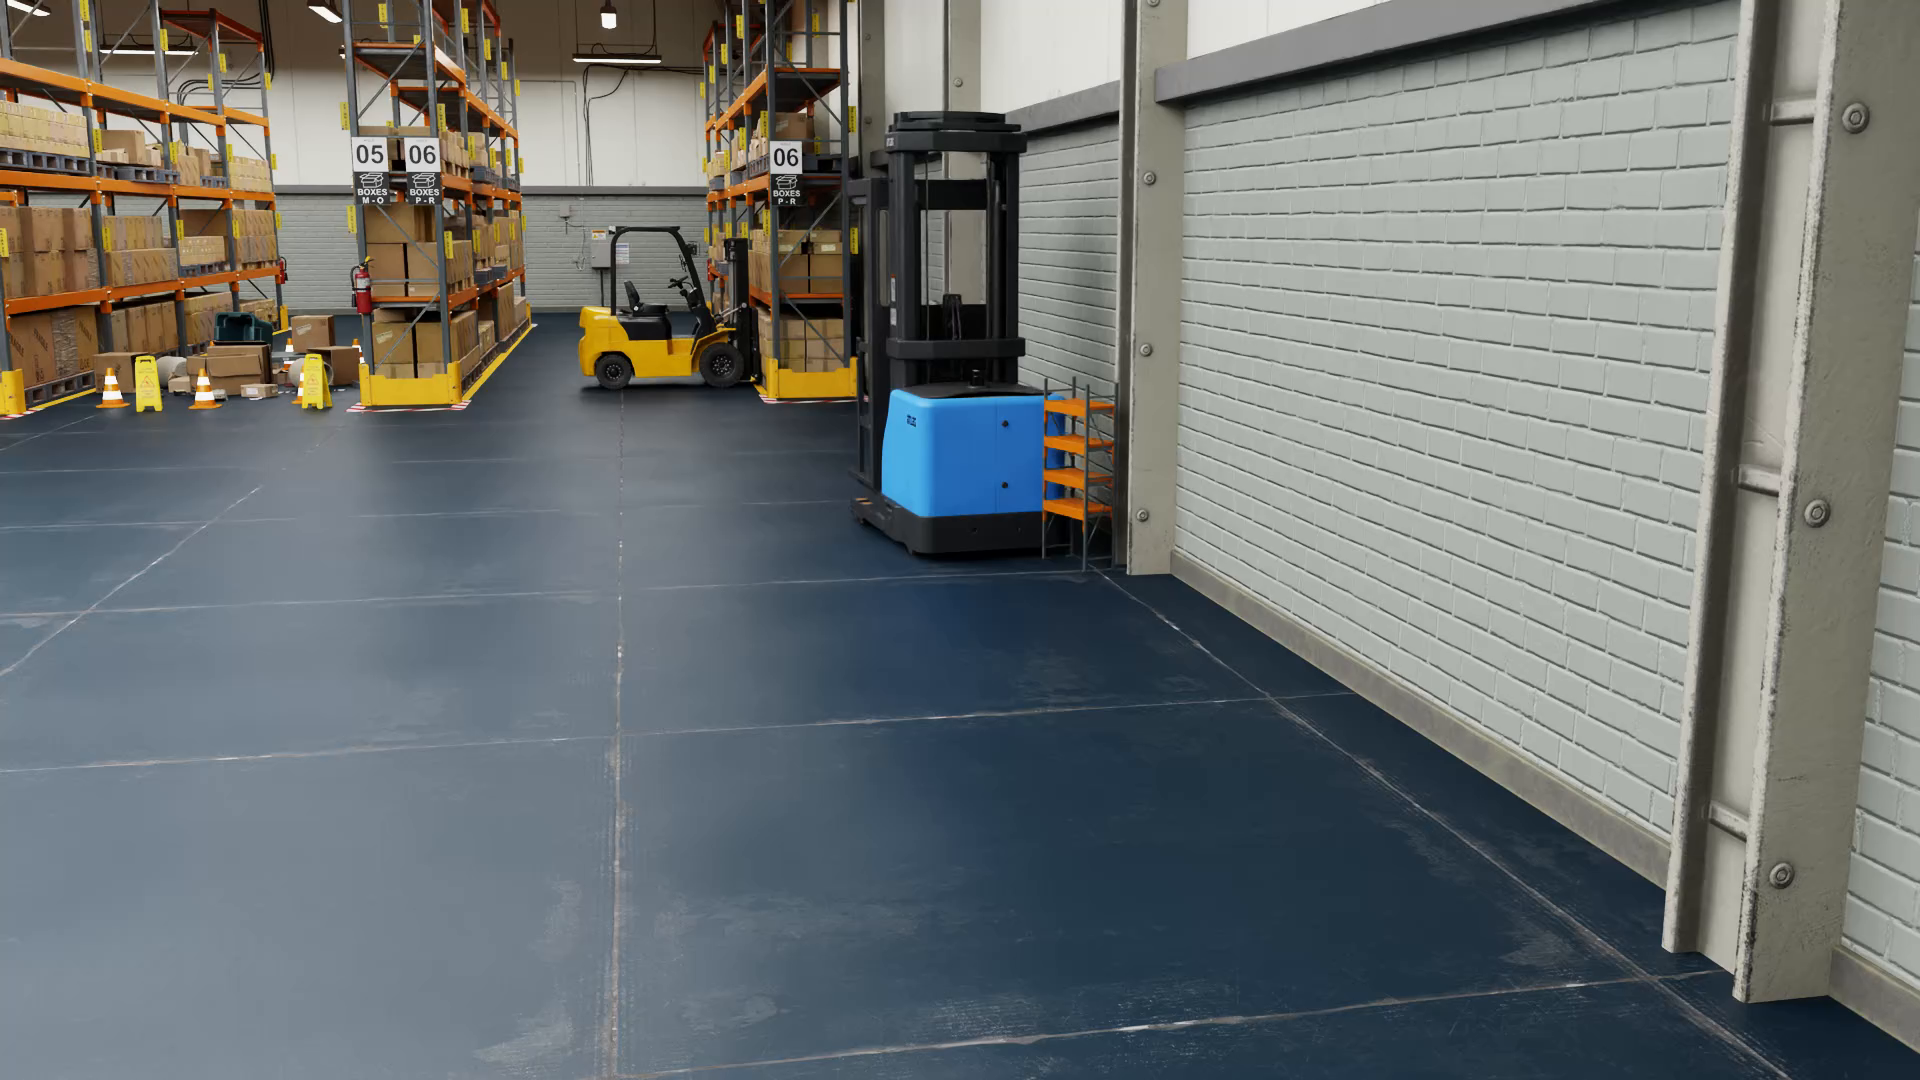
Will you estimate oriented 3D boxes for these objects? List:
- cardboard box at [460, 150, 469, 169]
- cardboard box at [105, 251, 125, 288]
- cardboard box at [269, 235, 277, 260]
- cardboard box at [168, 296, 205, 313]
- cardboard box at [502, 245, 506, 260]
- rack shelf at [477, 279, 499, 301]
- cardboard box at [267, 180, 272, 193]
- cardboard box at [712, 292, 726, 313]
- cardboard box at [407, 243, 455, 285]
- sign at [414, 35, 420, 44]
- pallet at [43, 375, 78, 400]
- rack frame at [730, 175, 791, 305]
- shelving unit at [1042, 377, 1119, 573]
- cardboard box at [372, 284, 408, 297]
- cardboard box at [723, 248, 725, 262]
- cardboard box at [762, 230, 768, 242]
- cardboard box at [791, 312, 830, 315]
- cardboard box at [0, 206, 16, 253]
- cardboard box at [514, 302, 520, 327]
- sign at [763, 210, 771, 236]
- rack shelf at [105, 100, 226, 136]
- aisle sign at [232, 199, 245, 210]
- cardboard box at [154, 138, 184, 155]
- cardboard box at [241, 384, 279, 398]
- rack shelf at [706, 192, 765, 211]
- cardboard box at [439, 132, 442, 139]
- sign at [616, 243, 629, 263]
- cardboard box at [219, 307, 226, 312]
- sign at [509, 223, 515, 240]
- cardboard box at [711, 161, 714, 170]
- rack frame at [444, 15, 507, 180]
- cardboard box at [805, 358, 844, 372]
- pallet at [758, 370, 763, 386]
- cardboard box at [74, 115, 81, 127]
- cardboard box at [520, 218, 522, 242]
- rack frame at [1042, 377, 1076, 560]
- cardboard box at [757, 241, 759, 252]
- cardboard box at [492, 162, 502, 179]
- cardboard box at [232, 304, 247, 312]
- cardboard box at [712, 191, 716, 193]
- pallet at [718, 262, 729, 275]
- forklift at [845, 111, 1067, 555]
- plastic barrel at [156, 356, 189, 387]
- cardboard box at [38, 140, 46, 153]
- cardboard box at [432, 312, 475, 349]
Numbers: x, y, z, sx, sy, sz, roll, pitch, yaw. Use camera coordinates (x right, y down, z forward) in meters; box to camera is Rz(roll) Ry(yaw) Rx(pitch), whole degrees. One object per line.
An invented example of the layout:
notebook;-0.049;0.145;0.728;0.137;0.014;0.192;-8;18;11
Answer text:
cardboard box;-7.195;-5.361;23.421;0.500;0.250;0.500;-2;11;-12
cardboard box;-12.220;-3.843;23.597;0.500;0.500;0.500;-2;11;-10
cardboard box;-14.376;-6.011;34.190;0.500;0.500;0.500;-2;11;-10
cardboard box;-13.155;-3.996;28.226;0.500;0.250;0.500;-2;11;-12
cardboard box;-8.450;-5.174;29.920;0.500;0.250;0.500;-2;11;-10
rack shelf;-7.935;-3.899;26.086;1.077;0.370;4.000;-2;11;-11
cardboard box;-14.368;-7.214;33.957;0.500;0.250;0.500;-2;11;-12
cardboard box;-4.985;-5.132;36.193;0.797;0.503;0.637;-3;11;-13
cardboard box;-6.588;-3.445;20.709;0.500;0.500;0.500;-2;11;-12
sign;-8.867;-8.083;27.173;0.100;0.325;0.005;-2;11;-11
pallet;-12.070;-1.951;21.383;1.003;0.211;1.213;-2;11;-11
rack frame;-3.456;-4.801;28.898;1.000;3.000;0.127;-2;11;-11
shelving unit;0.773;-0.432;10.755;0.258;1.200;0.503;-6;12;-29
cardboard box;-7.050;-3.090;20.580;0.380;0.149;0.250;-2;11;-9
cardboard box;-3.978;-5.115;29.827;0.500;0.250;0.500;-3;11;-14
cardboard box;-2.467;-4.089;22.358;0.380;0.149;0.250;-2;11;-10
cardboard box;-2.088;-3.053;23.272;0.500;0.250;0.500;-2;11;-12
cardboard box;-11.638;-3.627;19.444;0.875;0.550;0.550;-2;11;-11
cardboard box;-9.119;-4.420;32.626;0.875;0.438;0.875;-2;11;-12
sign;-2.435;-4.002;20.968;0.100;0.325;0.005;-2;11;-11
rack shelf;-13.549;-7.185;28.373;1.077;0.370;4.000;-2;11;-11
aisle sign;-15.024;-7.168;34.381;0.394;0.787;0.004;-2;11;-11
cardboard box;-13.068;-6.499;27.480;0.396;0.266;0.258;-2;11;-11
cardboard box;-9.004;-1.919;21.380;0.380;0.149;0.250;4;11;18
rack shelf;-4.623;-7.021;34.466;1.077;0.370;4.000;-2;11;-11
cardboard box;-6.690;-5.061;20.779;0.380;0.149;0.250;-2;11;-11
sign;-8.466;-7.179;41.647;0.329;0.494;0.001;-2;11;-11
cardboard box;-13.447;-3.912;29.792;0.500;0.500;0.500;-2;11;-12
sign;-8.571;-5.905;31.812;0.100;0.325;0.005;-2;11;-11
cardboard box;-4.606;-7.215;32.047;0.380;0.149;0.250;-2;11;-9
rack frame;-9.102;-8.300;31.239;1.000;3.000;0.127;-2;11;-11
cardboard box;-1.803;-2.286;21.917;0.500;0.250;0.500;-2;11;-11
pallet;-2.323;-2.326;23.352;1.003;0.211;1.213;-2;11;-11
cardboard box;-11.949;-5.583;22.133;0.380;0.149;0.250;-2;11;-11
cardboard box;-9.552;-6.547;35.133;0.500;0.500;0.500;-2;11;-9
rack frame;0.652;-0.471;10.963;0.240;1.200;0.015;-6;12;-29
cardboard box;-2.653;-4.131;23.377;0.380;0.149;0.250;-2;11;-13
cardboard box;-8.724;-6.835;30.679;0.500;0.311;0.500;-2;11;-11
cardboard box;-13.967;-4.468;32.058;0.380;0.149;0.250;-2;11;-12
cardboard box;-4.922;-7.221;34.263;0.380;0.149;0.250;-2;11;-10
pallet;-3.656;-4.828;29.555;1.213;0.211;1.003;-2;11;-11
forklift;-0.191;-1.576;12.137;1.130;2.935;3.031;-3;11;-16
plastic barrel;-10.656;-2.270;22.489;0.512;0.421;0.421;6;12;28
cardboard box;-11.651;-4.912;20.741;0.380;0.149;0.250;-2;11;-10
cardboard box;-7.067;-2.918;23.230;0.500;0.500;0.500;-2;11;-10
